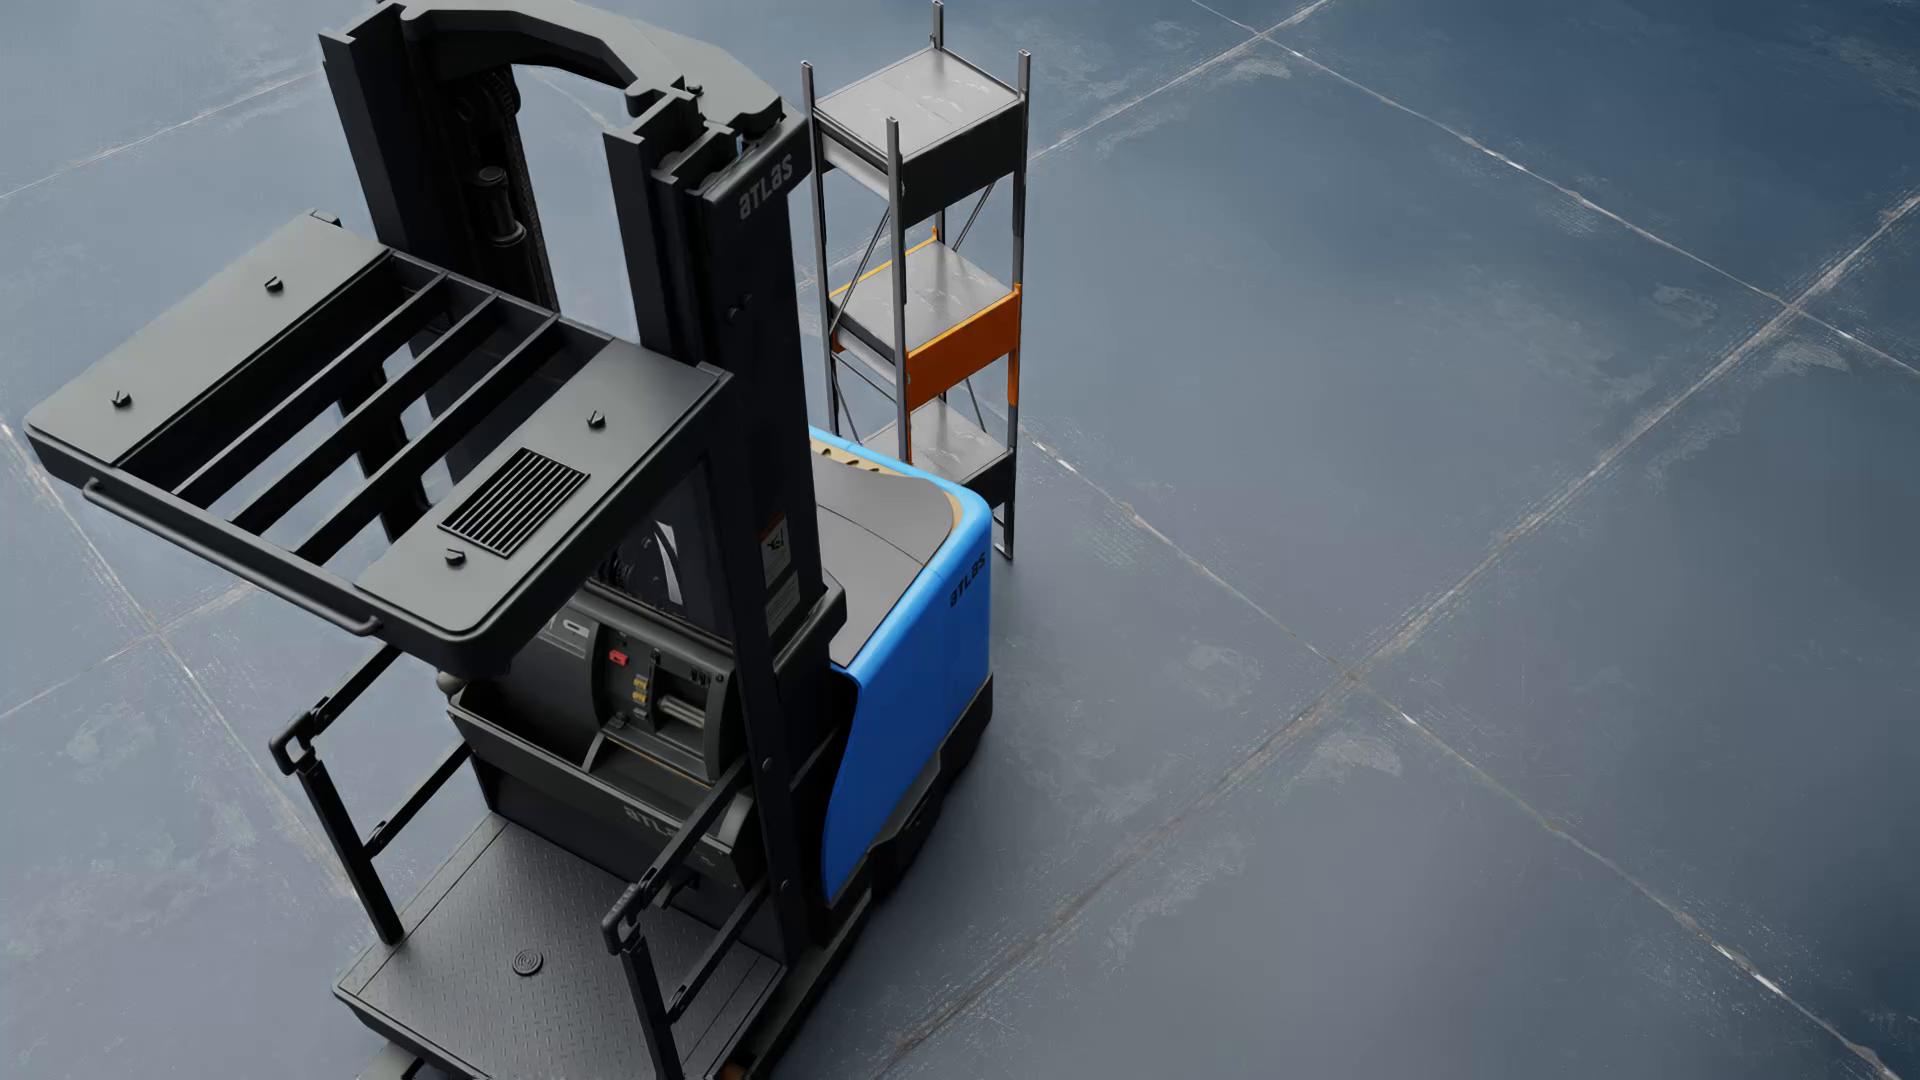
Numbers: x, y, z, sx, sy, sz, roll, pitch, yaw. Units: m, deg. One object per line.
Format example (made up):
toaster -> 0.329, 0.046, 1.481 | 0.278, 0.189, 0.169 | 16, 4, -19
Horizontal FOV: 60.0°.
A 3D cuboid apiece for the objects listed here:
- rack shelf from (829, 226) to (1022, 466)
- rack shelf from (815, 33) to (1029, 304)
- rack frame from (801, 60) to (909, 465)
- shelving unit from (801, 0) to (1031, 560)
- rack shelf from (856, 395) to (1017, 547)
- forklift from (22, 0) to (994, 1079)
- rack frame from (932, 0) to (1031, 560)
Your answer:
rack shelf -> -0.122, -0.621, 5.413 | 0.480, 0.518, 0.431 | -34, 56, -27
rack shelf -> -0.122, -1.096, 4.898 | 0.480, 0.518, 0.431 | -34, 56, -27
rack frame -> -0.303, -0.510, 5.291 | 0.015, 2.100, 0.400 | -34, 56, -27
shelving unit -> -0.122, -0.630, 5.403 | 0.503, 2.100, 0.431 | -34, 56, -27
rack shelf -> -0.122, -0.146, 5.927 | 0.480, 0.518, 0.431 | -34, 56, -27
forklift -> -1.050, 0.383, 3.903 | 1.130, 2.935, 3.031 | 22, 51, 19
rack frame -> 0.058, -0.751, 5.514 | 0.015, 2.100, 0.400 | -34, 56, -27
